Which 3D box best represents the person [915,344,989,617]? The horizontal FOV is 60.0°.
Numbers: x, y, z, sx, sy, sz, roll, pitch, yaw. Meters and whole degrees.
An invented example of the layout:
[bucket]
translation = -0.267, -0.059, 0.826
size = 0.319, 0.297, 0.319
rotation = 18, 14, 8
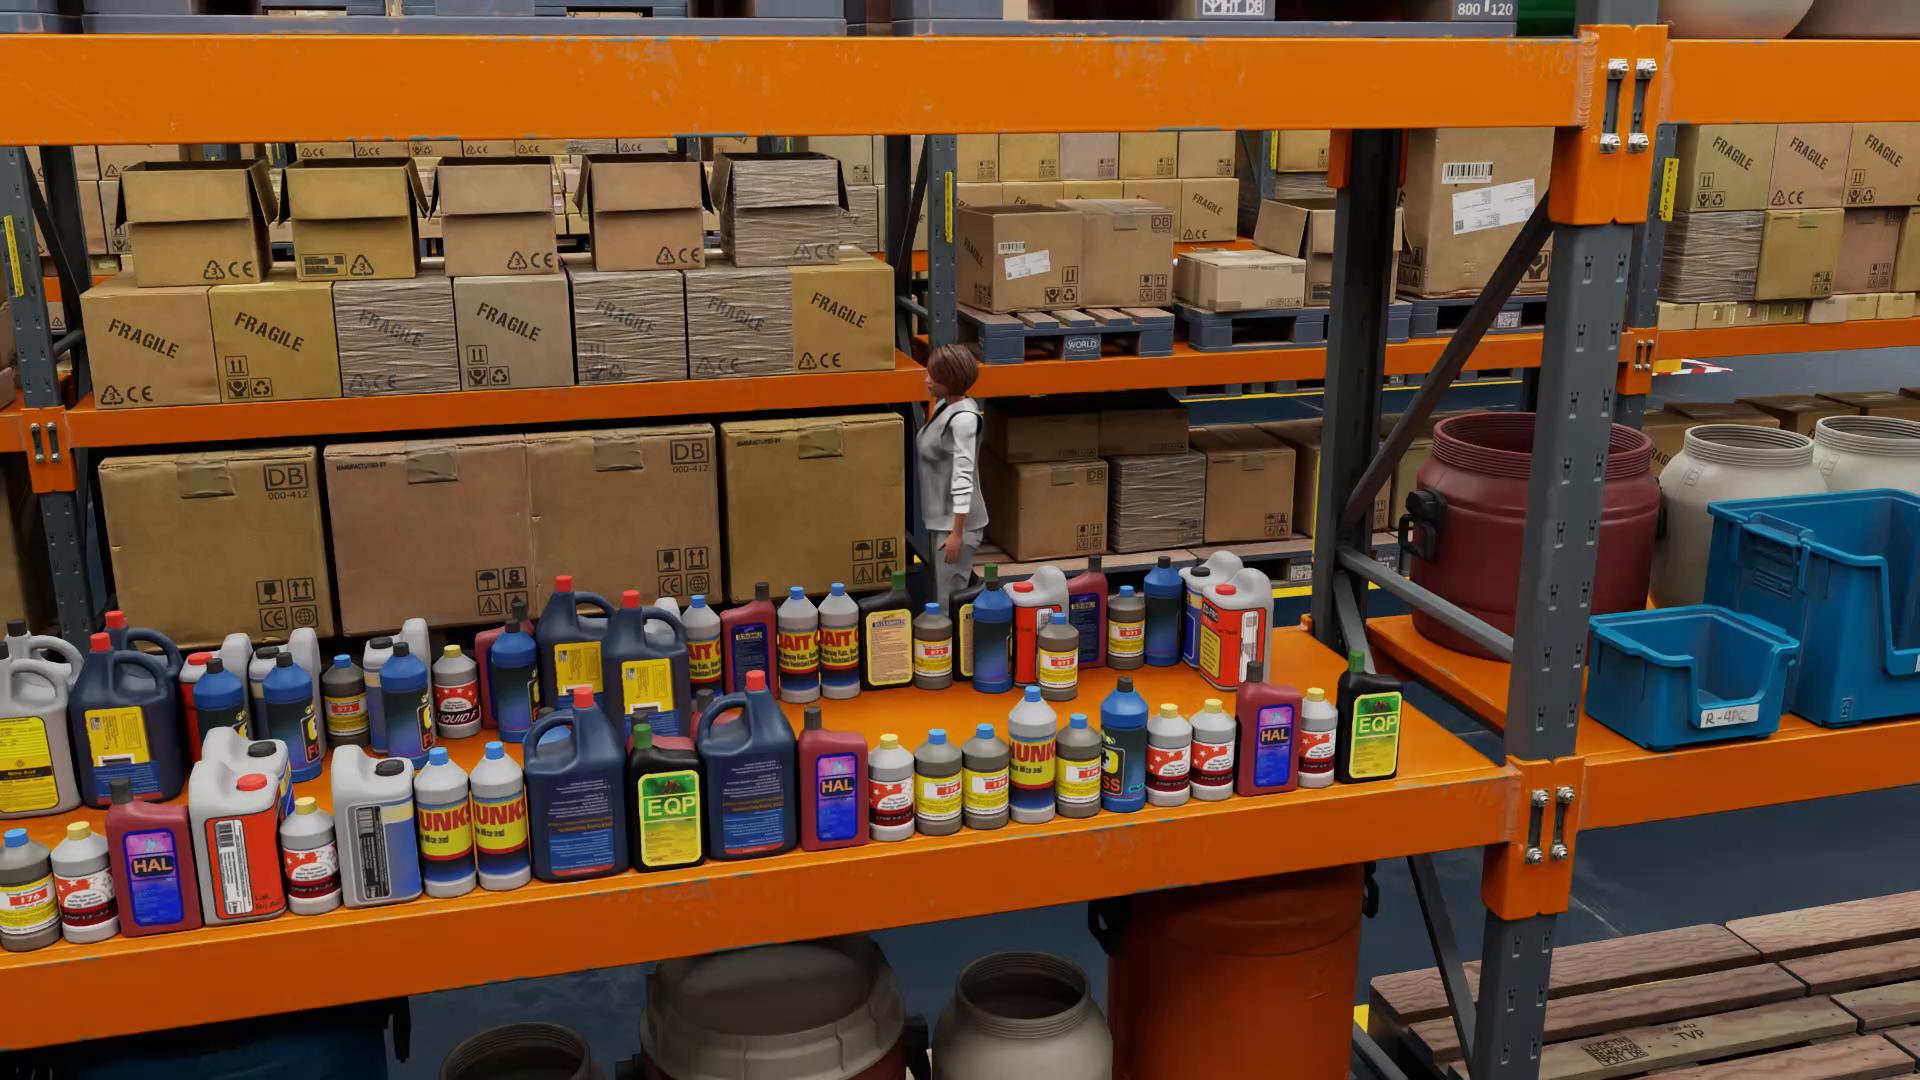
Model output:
[person]
translation = -0.047, -0.053, 7.213
size = 0.338, 1.607, 0.469
rotation = -2, 16, -8
